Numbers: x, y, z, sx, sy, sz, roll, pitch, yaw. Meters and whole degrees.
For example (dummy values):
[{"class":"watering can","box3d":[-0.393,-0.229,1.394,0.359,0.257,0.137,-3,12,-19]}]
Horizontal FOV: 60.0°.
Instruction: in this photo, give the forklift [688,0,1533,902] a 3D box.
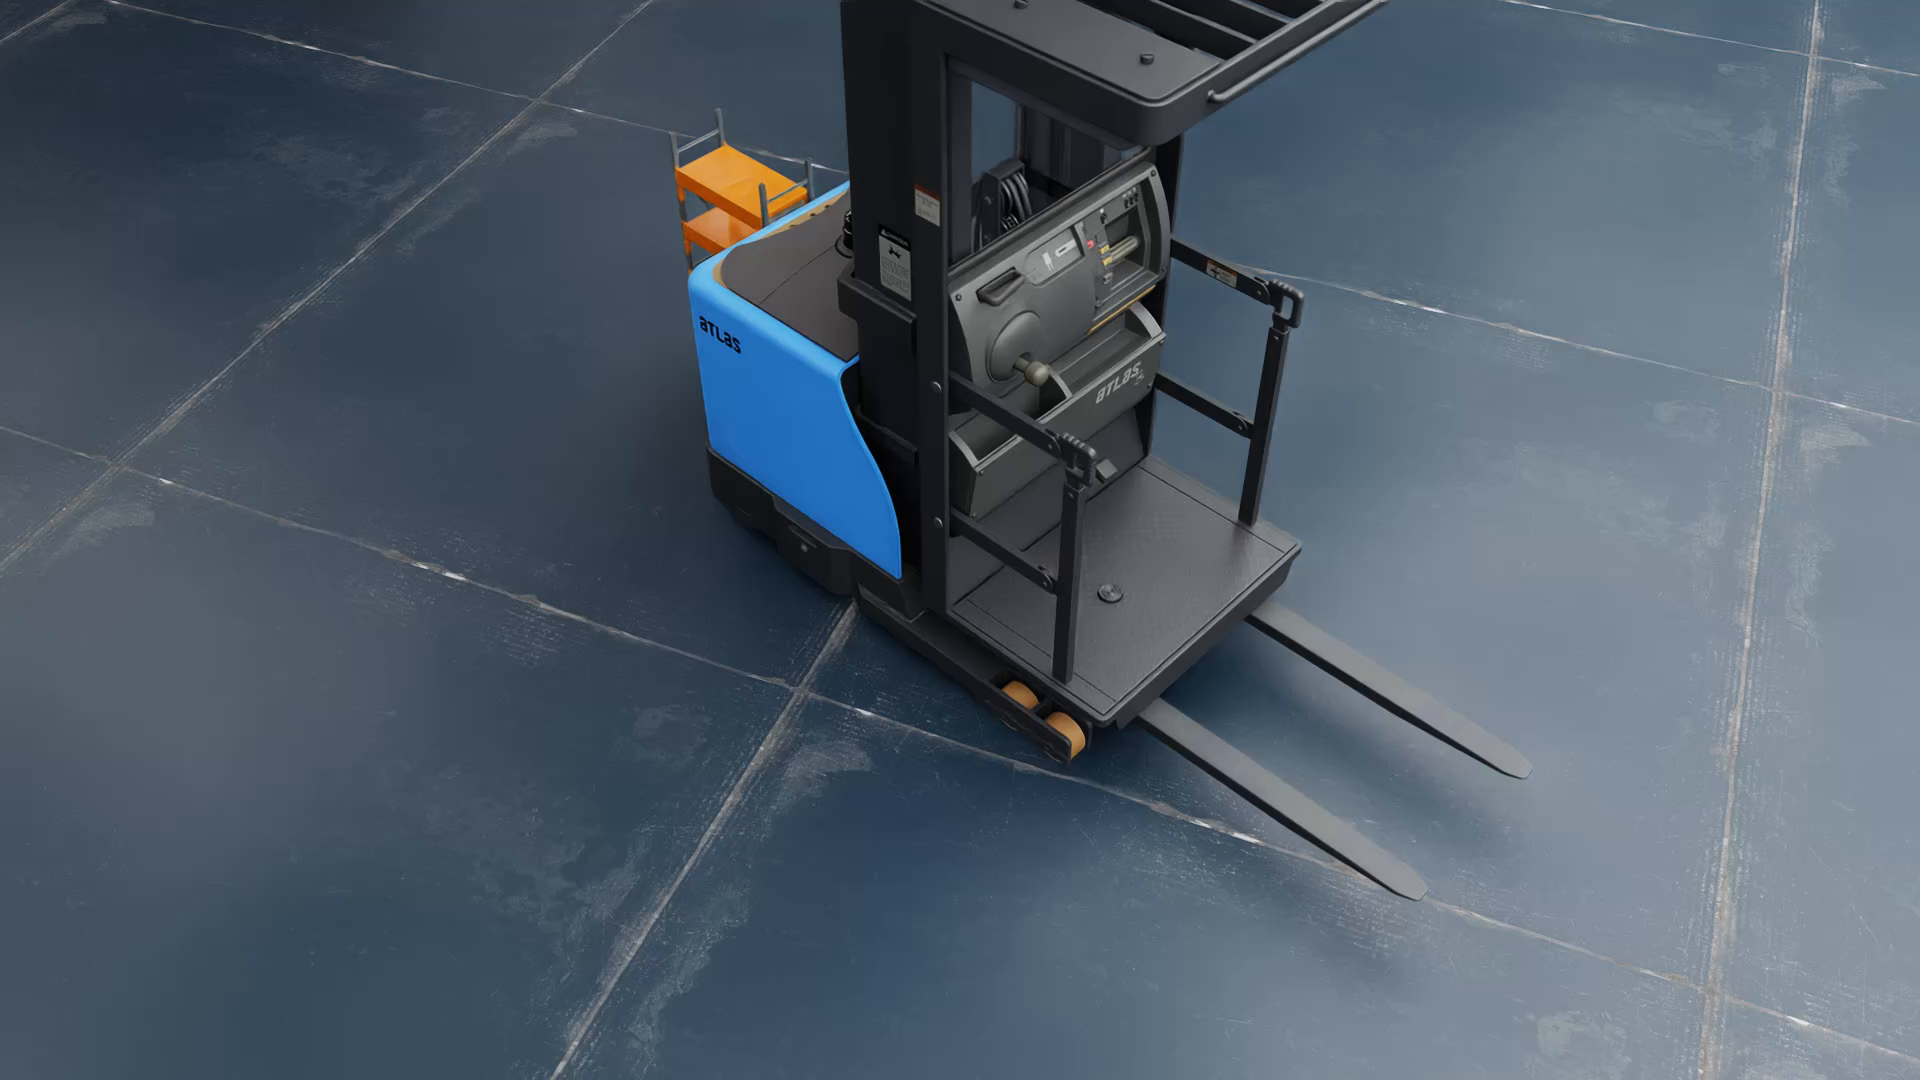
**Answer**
[{"class":"forklift","box3d":[0.471,-0.726,4.901,3.031,2.935,1.130,34,54,29]}]

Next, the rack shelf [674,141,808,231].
[{"class":"rack shelf","box3d":[-0.793,-1.269,6.117,0.480,0.148,0.258,34,54,29]}]

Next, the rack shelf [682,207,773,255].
[{"class":"rack shelf","box3d":[-0.793,-1.101,6.284,0.480,0.148,0.258,34,54,29]}]

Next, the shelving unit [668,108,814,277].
[{"class":"shelving unit","box3d":[-0.793,-0.990,6.395,0.503,1.200,0.258,34,54,29]}]

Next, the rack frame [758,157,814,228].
[{"class":"rack frame","box3d":[-0.616,-0.872,6.276,0.015,1.200,0.240,34,54,29]}]

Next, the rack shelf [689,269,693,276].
[{"class":"rack shelf","box3d":[-0.793,-0.943,6.442,0.480,0.148,0.258,34,54,29]}]

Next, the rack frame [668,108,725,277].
[{"class":"rack frame","box3d":[-0.971,-1.108,6.513,0.015,1.200,0.240,34,54,29]}]
